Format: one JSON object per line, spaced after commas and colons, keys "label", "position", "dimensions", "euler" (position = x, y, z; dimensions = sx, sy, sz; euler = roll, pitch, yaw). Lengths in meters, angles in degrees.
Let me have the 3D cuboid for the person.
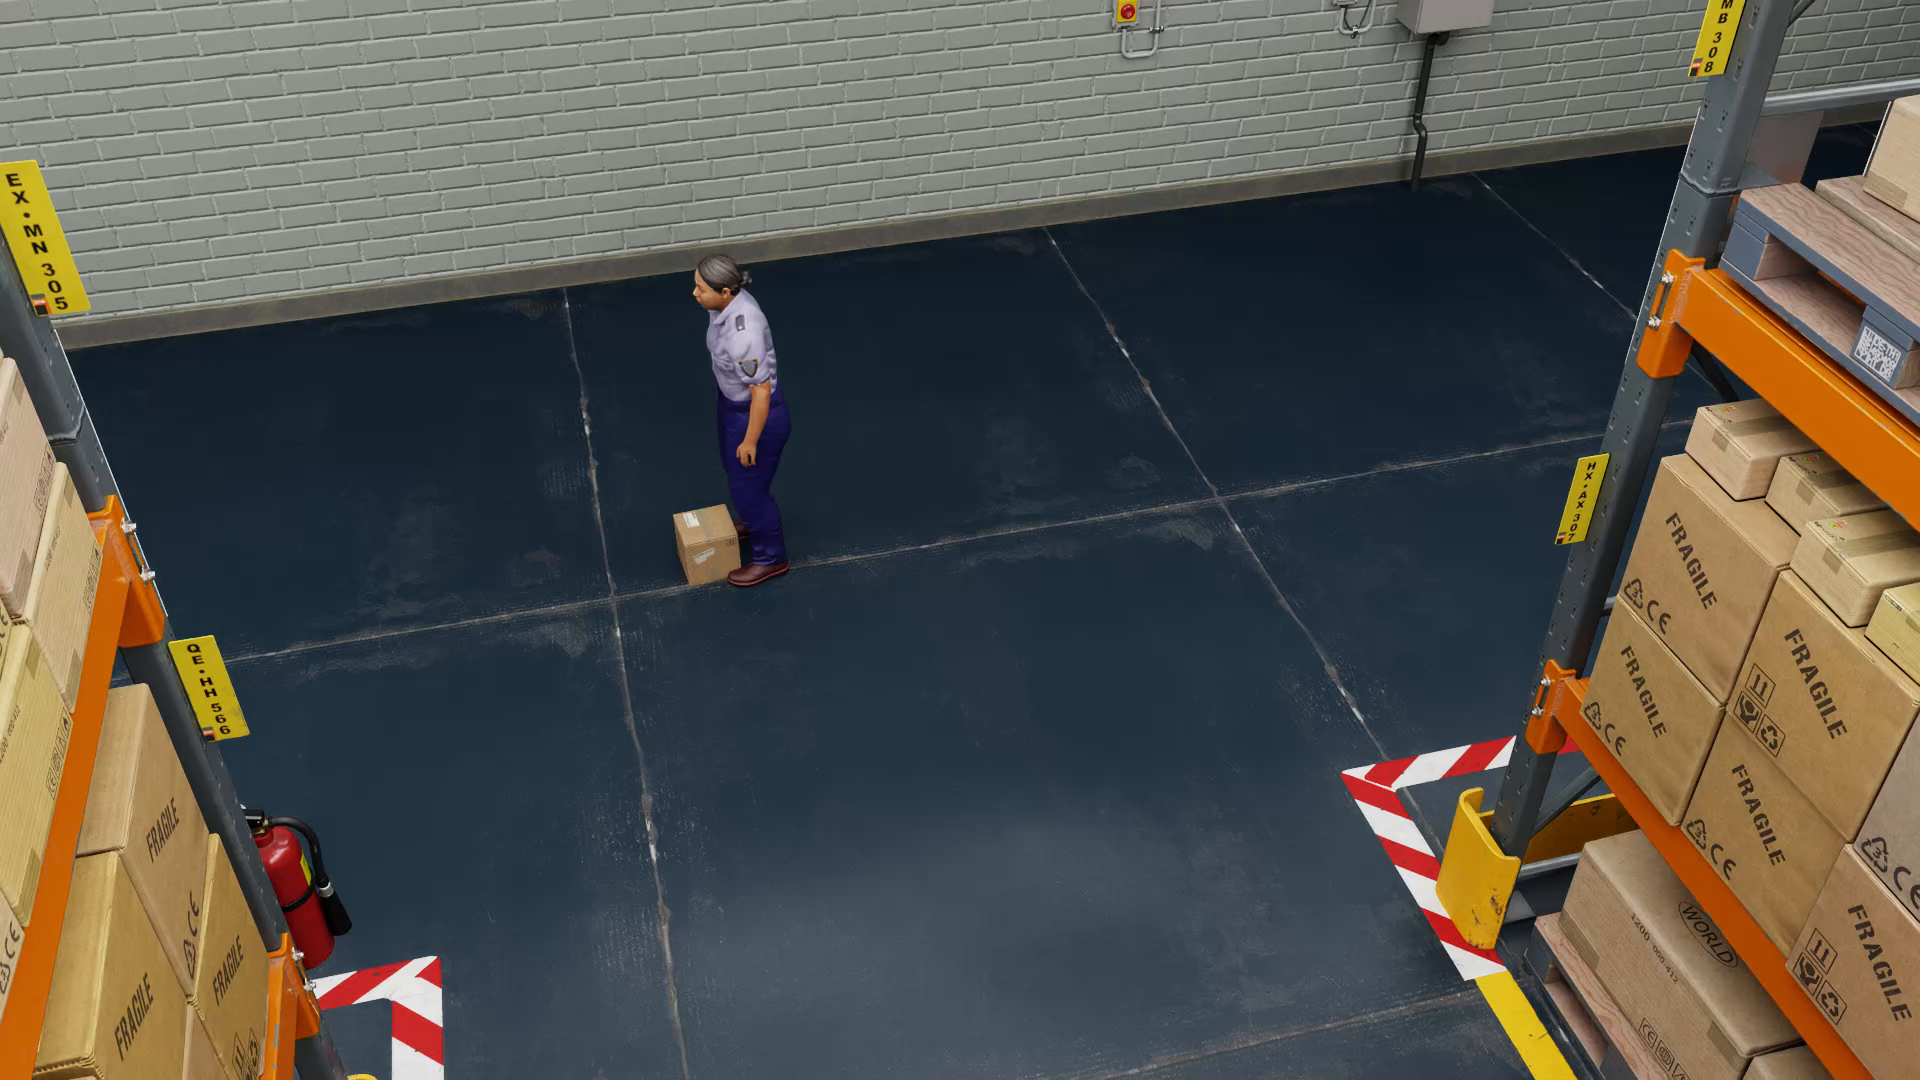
{"label": "person", "position": [-0.956, -0.558, 7.434], "dimensions": [0.366, 1.638, 0.560], "euler": [-11, 40, -14]}
